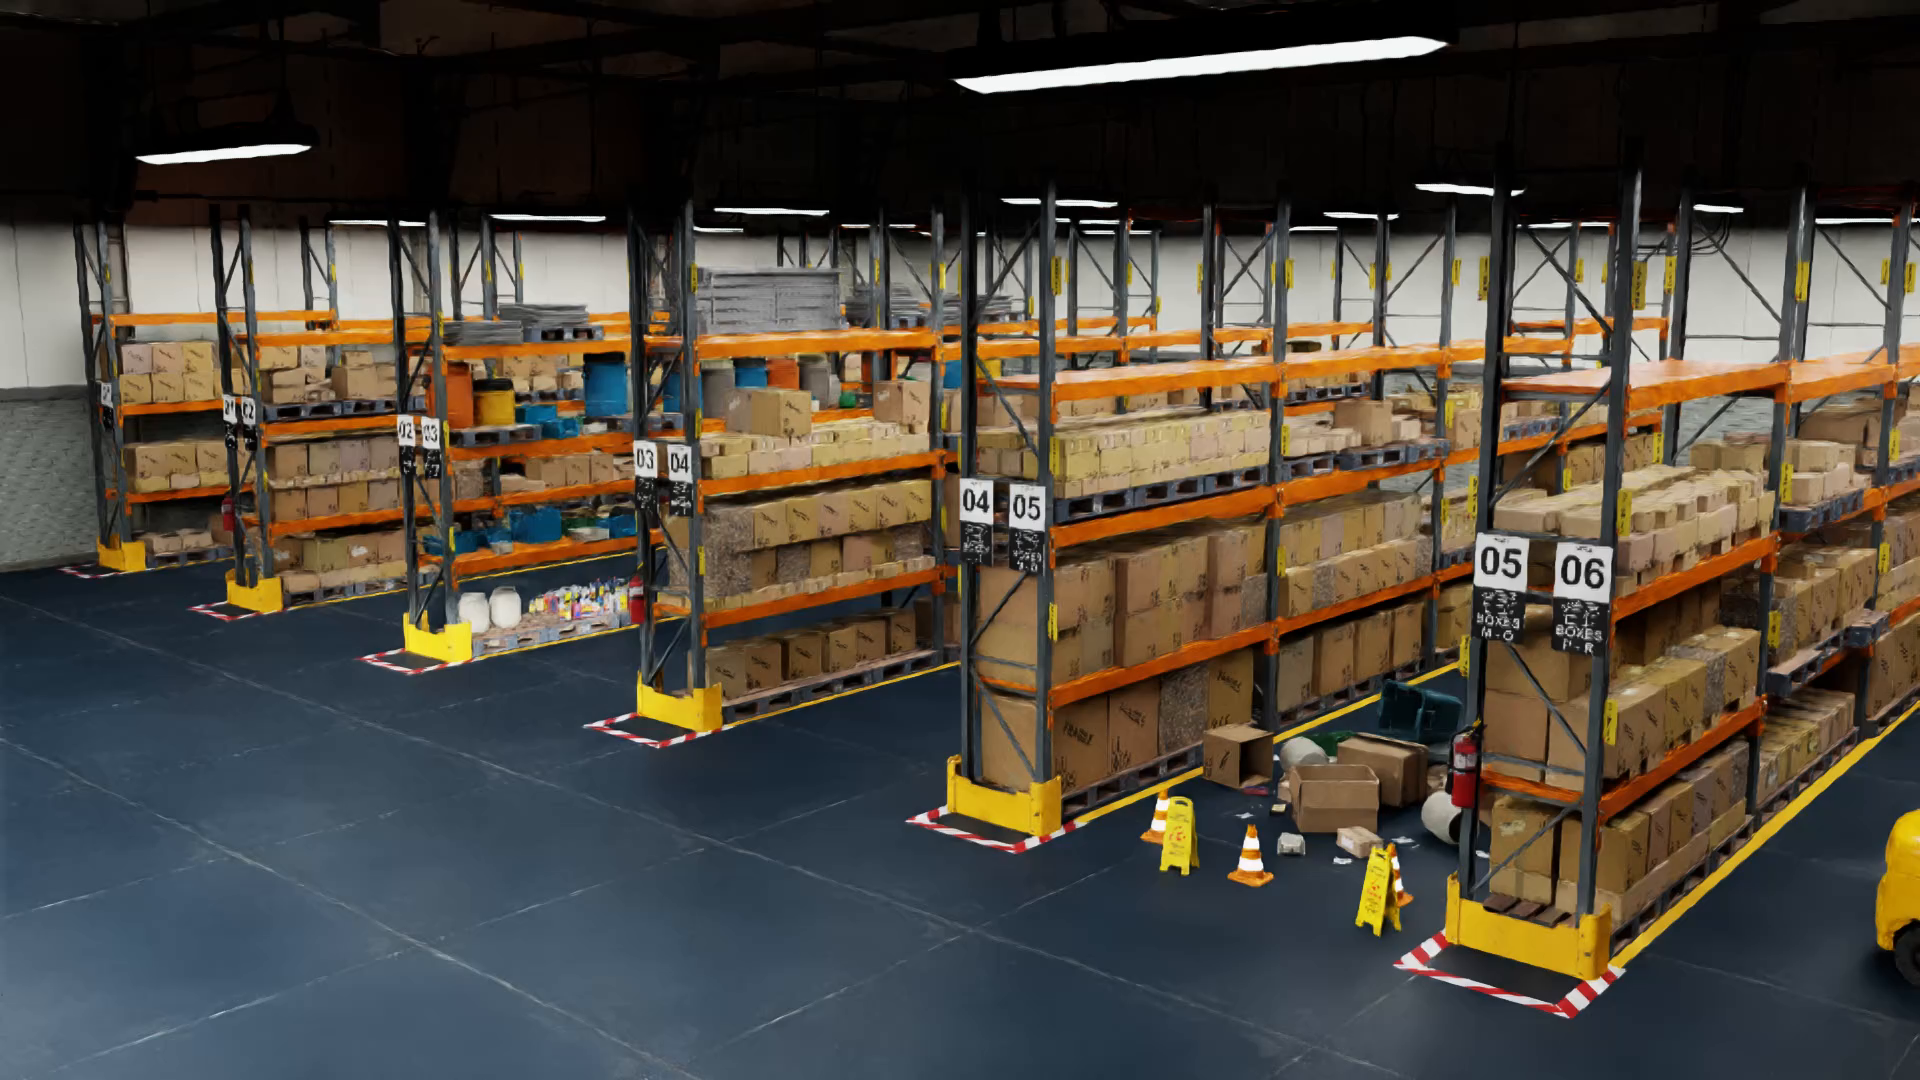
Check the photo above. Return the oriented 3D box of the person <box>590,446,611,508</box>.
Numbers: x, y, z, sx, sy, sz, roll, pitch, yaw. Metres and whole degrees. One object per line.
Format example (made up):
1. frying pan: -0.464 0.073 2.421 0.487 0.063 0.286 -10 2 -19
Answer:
1. person: -7.053 -1.055 32.751 0.580 1.618 0.507 8 12 38
